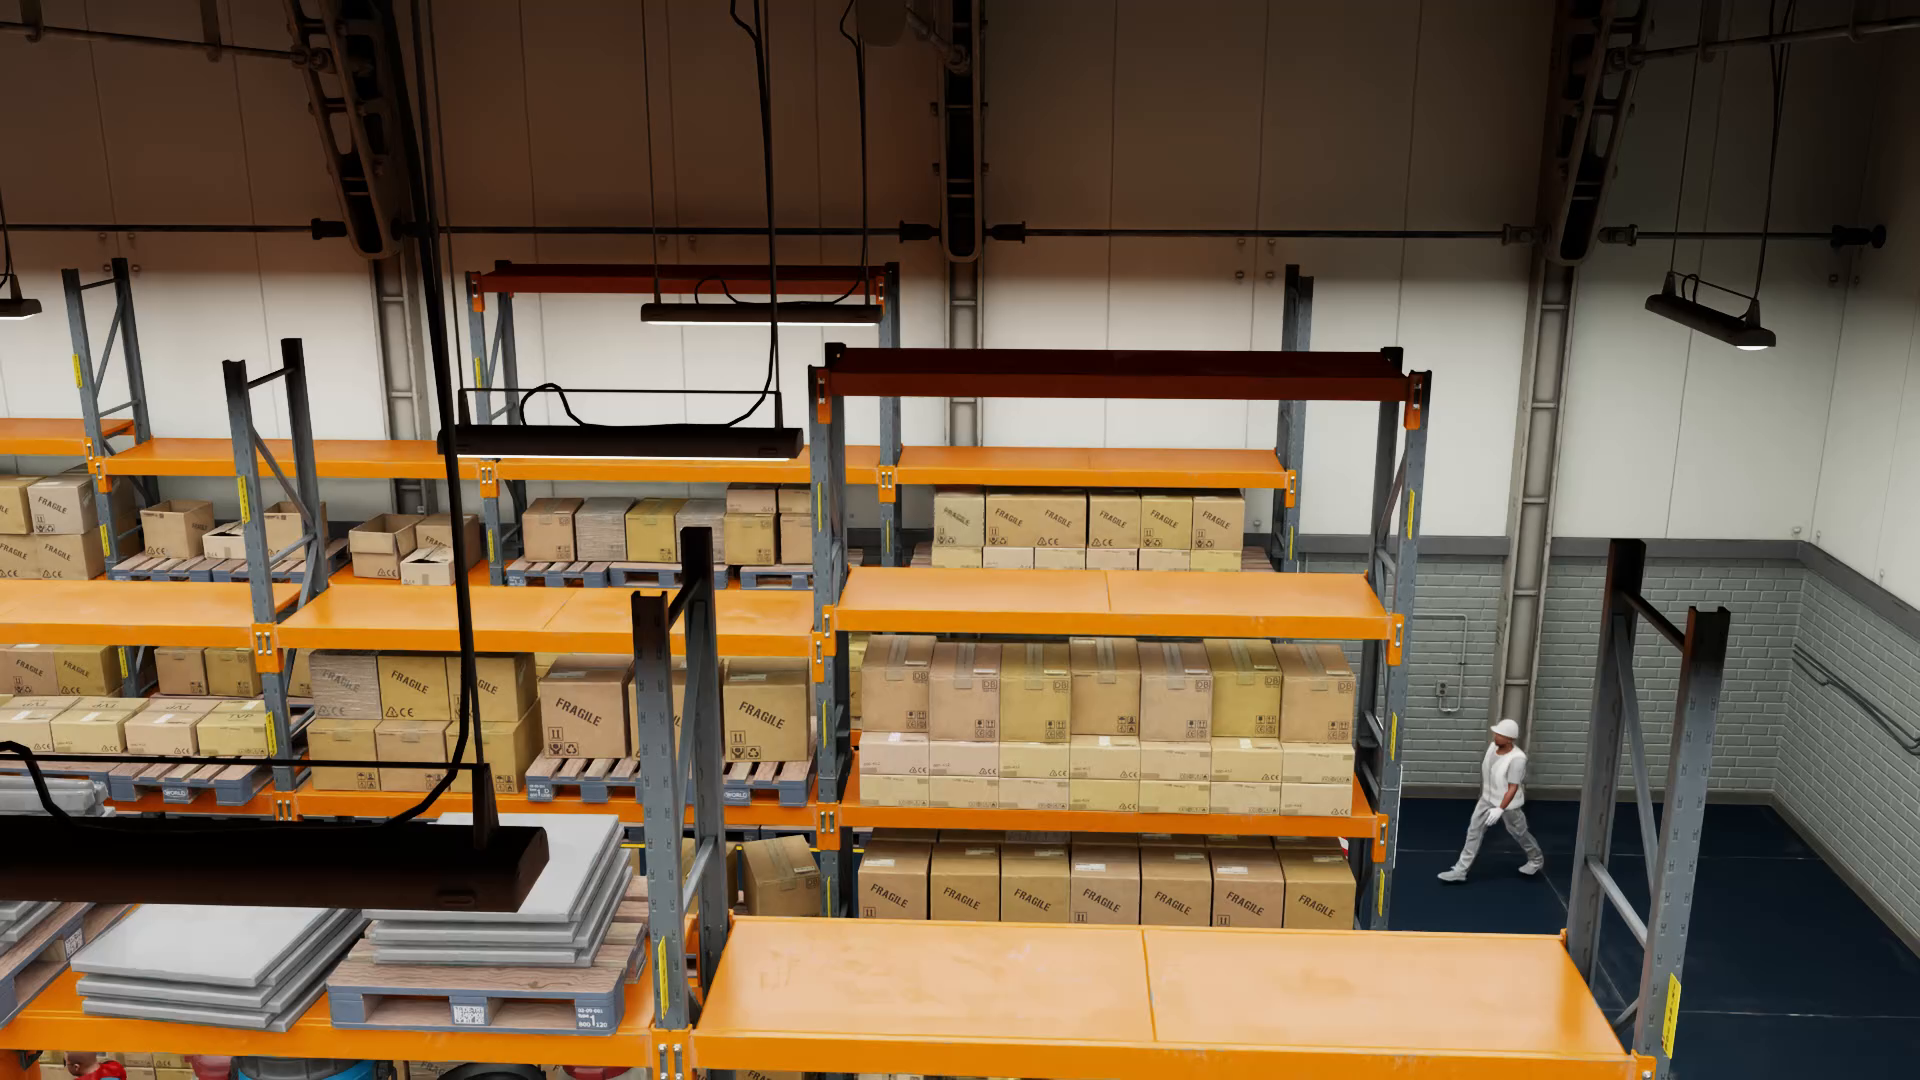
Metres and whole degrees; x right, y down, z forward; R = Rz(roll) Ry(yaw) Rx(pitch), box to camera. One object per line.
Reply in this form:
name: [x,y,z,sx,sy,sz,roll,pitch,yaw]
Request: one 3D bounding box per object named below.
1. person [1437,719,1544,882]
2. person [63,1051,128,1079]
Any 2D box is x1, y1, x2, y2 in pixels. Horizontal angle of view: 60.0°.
person: [5.352,2.589,16.533,1.119,1.724,0.564,-7,17,-22]
person: [-5.830,4.174,11.215,0.553,1.790,0.585,1,16,4]
